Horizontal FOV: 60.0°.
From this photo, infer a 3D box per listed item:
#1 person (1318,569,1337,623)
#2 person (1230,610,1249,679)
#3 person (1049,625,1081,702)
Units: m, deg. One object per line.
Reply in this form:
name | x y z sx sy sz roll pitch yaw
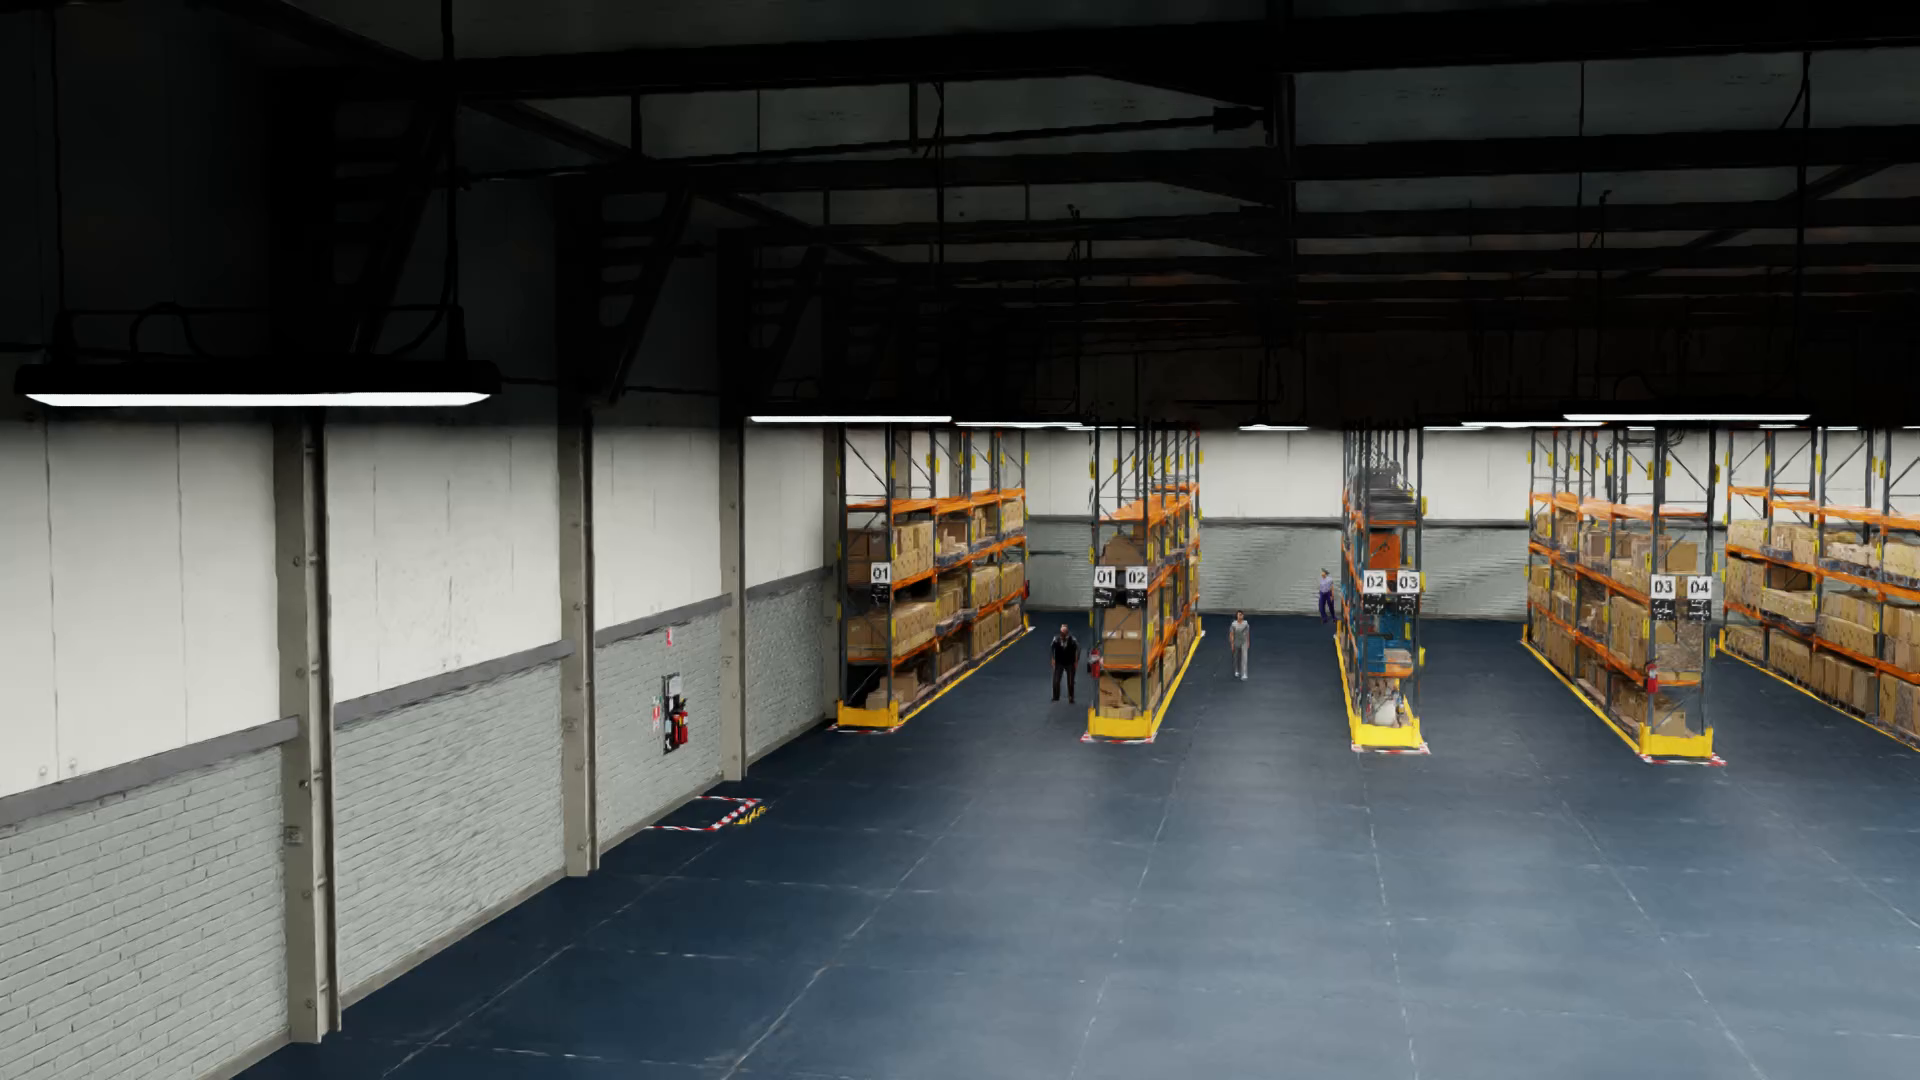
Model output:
person | 11.077 1.676 50.025 0.552 1.619 0.544 -3 5 -42
person | 6.481 2.401 38.590 0.449 1.586 1.099 1 4 9
person | 2.218 2.610 35.203 0.677 1.674 0.534 1 4 10
